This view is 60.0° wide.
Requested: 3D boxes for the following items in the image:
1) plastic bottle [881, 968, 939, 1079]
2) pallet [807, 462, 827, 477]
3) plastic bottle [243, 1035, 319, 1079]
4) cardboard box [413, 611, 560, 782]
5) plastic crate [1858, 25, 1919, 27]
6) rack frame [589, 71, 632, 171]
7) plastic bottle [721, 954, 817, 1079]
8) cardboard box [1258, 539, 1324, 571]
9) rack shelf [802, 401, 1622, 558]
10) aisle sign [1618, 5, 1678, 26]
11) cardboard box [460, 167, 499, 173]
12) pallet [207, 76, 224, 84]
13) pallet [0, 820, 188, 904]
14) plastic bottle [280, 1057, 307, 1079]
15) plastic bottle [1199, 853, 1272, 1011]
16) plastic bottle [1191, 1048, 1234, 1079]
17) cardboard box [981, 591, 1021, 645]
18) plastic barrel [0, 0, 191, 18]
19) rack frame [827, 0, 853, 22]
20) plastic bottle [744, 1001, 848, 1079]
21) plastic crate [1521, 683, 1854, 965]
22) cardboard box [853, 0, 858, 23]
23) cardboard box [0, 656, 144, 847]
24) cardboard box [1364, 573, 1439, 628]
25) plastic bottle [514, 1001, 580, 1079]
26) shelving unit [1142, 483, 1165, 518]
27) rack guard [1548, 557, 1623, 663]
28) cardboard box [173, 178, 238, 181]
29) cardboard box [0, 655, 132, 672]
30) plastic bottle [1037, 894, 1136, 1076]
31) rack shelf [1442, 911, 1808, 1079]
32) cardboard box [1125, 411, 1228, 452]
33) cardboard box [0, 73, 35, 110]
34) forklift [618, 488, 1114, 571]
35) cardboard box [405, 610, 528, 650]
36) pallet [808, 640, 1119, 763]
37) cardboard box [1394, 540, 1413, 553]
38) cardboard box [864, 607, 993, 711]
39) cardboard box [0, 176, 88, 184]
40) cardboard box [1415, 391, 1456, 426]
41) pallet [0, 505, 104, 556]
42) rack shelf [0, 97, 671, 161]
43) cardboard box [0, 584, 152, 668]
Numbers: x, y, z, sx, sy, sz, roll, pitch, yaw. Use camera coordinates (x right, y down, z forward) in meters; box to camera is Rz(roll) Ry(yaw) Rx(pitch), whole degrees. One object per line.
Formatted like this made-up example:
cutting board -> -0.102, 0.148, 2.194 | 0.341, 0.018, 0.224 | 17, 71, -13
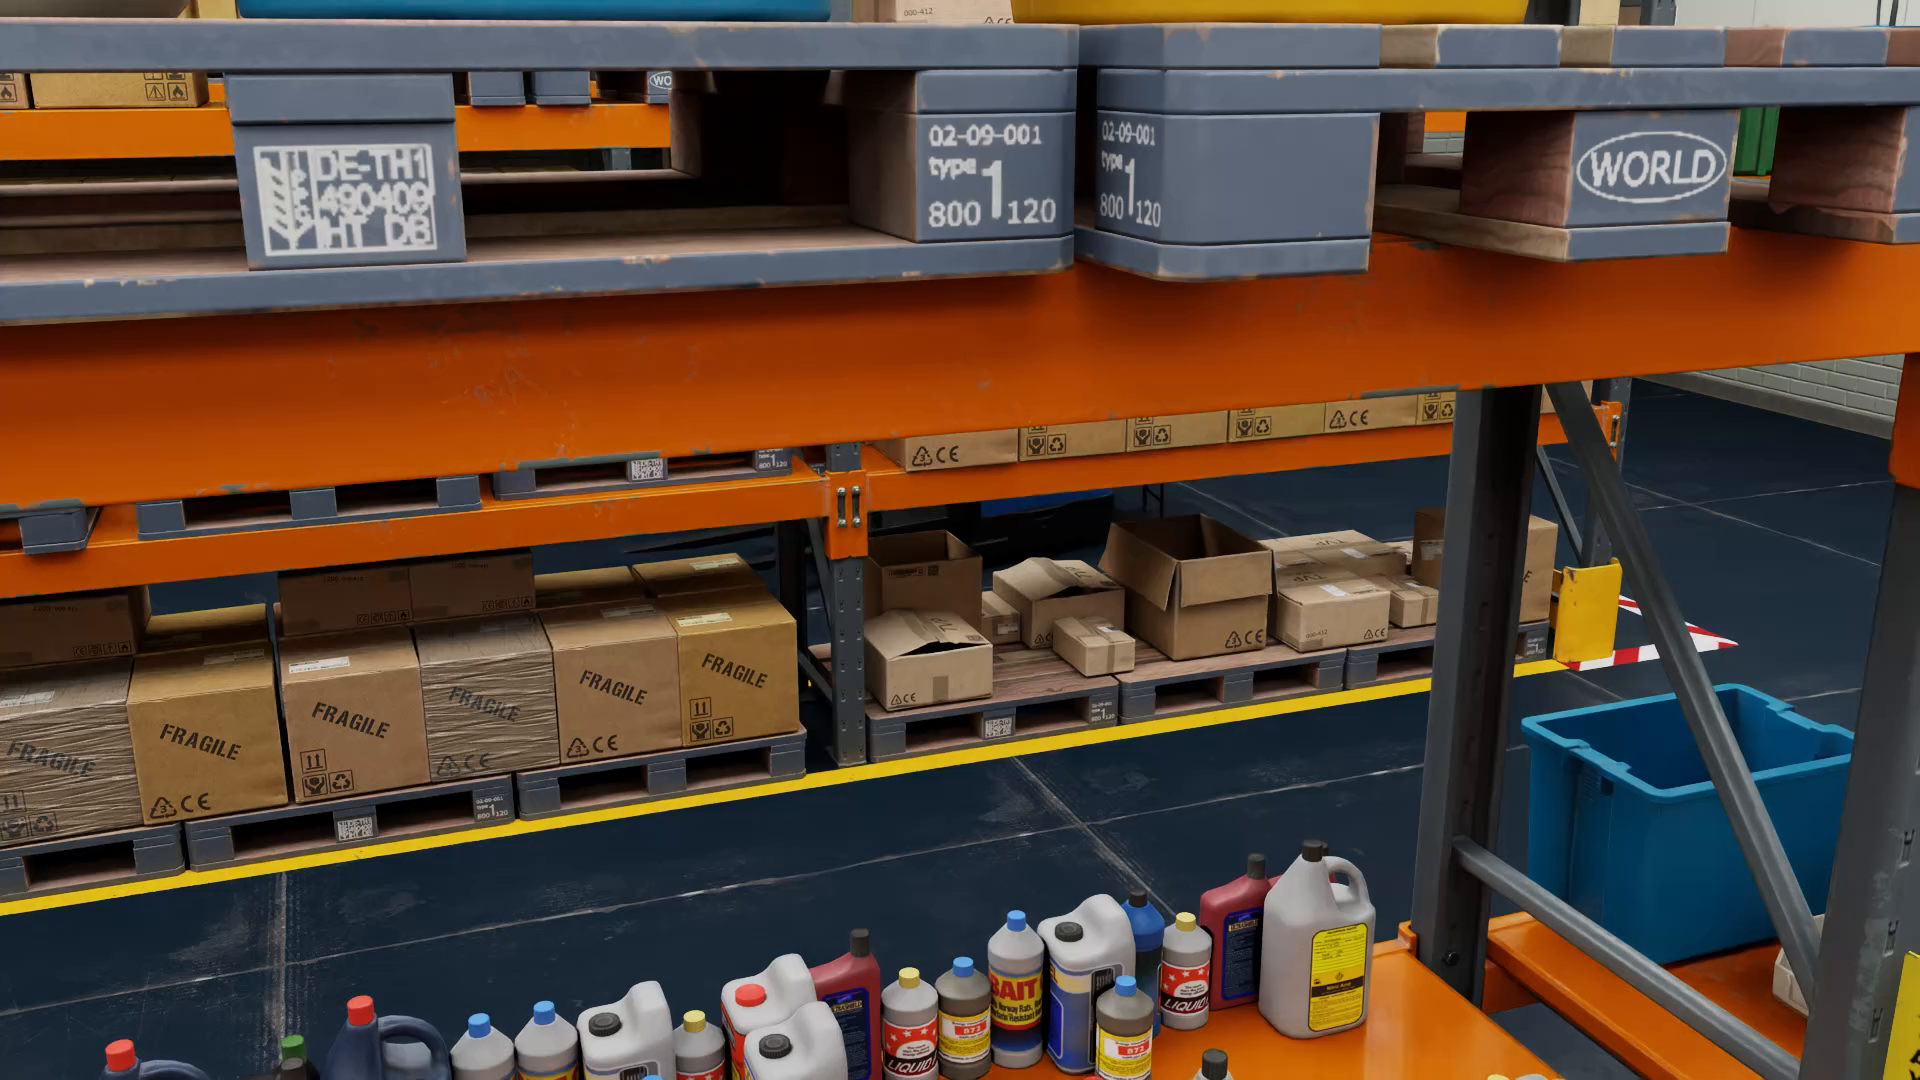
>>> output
plastic bottle -> -0.085, 0.824, 2.822 | 0.097, 0.201, 0.097 | 0, 16, 0
pallet -> -1.682, -0.604, 12.279 | 1.213, 0.211, 1.003 | -6, 17, -20
plastic bottle -> -1.021, 0.880, 2.485 | 0.133, 0.283, 0.061 | -6, 17, -20
cardboard box -> -1.935, 0.629, 6.789 | 0.500, 0.500, 0.500 | -6, 17, -19
plastic crate -> 1.861, -0.814, 3.019 | 0.300, 0.233, 0.416 | -6, 17, -20
rack frame -> -2.420, -1.886, 11.696 | 0.127, 3.000, 1.000 | -6, 17, -20
plastic bottle -> -0.308, 0.820, 2.701 | 0.135, 0.276, 0.152 | -6, 17, -20
cardboard box -> 1.548, 0.203, 8.681 | 0.500, 0.250, 0.500 | -6, 17, -20
rack shelf -> 1.223, -0.439, 8.047 | 4.000, 0.370, 1.077 | -6, 17, -20
aisle sign -> 3.264, -2.160, 8.015 | 0.004, 0.787, 0.394 | -6, 17, -20
cardboard box -> -3.429, -2.413, 11.421 | 0.500, 0.250, 0.500 | -6, 17, -19
pallet -> -4.530, -3.023, 10.581 | 1.213, 0.211, 1.003 | -5, 17, -18
pallet -> -3.669, 1.093, 6.501 | 1.213, 0.211, 1.003 | -6, 17, -20
plastic bottle -> -0.999, 0.896, 2.431 | 0.133, 0.283, 0.061 | -6, 17, -20
plastic bottle -> 0.505, 0.715, 3.046 | 0.133, 0.283, 0.061 | -6, 17, -20
plastic bottle -> 0.332, 0.885, 2.347 | 0.185, 0.351, 0.144 | -6, 17, -20
cardboard box -> 0.115, 0.388, 8.231 | 0.250, 0.149, 0.380 | -6, 17, -20
plastic barrel -> -1.009, -0.800, 1.689 | 0.433, 0.535, 0.433 | 0, 16, 0
rack frame -> -0.644, -3.461, 6.413 | 0.127, 3.000, 1.000 | -6, 17, -20
plastic bottle -> -0.254, 0.860, 2.565 | 0.135, 0.276, 0.152 | -6, 17, -20
plastic crate -> 1.439, 0.563, 3.279 | 0.575, 0.384, 0.392 | -6, 17, -20
cardboard box -> -0.287, -2.310, 7.197 | 0.500, 0.250, 0.500 | -6, 17, -20
cardboard box -> -3.365, 0.784, 6.261 | 0.500, 0.500, 0.500 | -7, 18, -22
cardboard box -> 2.261, 0.299, 8.503 | 0.250, 0.166, 0.380 | -6, 17, -20
plastic bottle -> -0.643, 0.850, 2.607 | 0.097, 0.271, 0.097 | 0, 16, 0
shelving unit -> 1.057, -1.153, 10.798 | 0.503, 2.100, 0.431 | -3, 17, -12
rack guard -> 3.020, 0.221, 8.958 | 0.348, 0.500, 1.175 | -6, 17, -20
cardboard box -> -4.672, -2.126, 10.443 | 0.500, 0.250, 0.500 | -6, 17, -20
cardboard box -> -3.590, 0.653, 6.707 | 0.500, 0.500, 0.500 | -5, 17, -18
plastic bottle -> 0.215, 0.764, 2.894 | 0.135, 0.276, 0.152 | -6, 17, -20
rack shelf -> 2.992, 0.865, 3.607 | 4.000, 0.370, 1.077 | -6, 17, -20
cardboard box -> 0.874, -0.713, 7.524 | 0.500, 0.500, 0.500 | -6, 17, -20
cardboard box -> -3.508, -1.771, 5.804 | 0.500, 0.500, 0.910 | -6, 17, -20
forklift -> -0.533, -1.291, 9.794 | 3.031, 2.935, 1.130 | -11, 19, -32
cardboard box -> -2.146, 0.495, 7.243 | 0.500, 0.500, 0.500 | -6, 17, -19
pallet -> -0.002, 0.686, 7.886 | 1.213, 0.211, 1.003 | -6, 17, -20
cardboard box -> 2.577, 0.123, 9.136 | 0.250, 0.149, 0.380 | -6, 17, -20
cardboard box -> -0.175, 0.511, 7.526 | 0.500, 0.311, 0.500 | -6, 17, -20
cardboard box -> -5.825, -2.156, 10.546 | 0.500, 0.250, 0.500 | -6, 17, -19
cardboard box -> 2.287, -0.864, 8.039 | 0.500, 0.500, 0.500 | -6, 17, -20
pallet -> -3.771, -0.174, 6.208 | 1.003, 0.211, 1.213 | -6, 17, -20
rack shelf -> -2.512, -1.475, 6.251 | 4.000, 0.370, 1.077 | -6, 17, -20
cardboard box -> -3.539, 0.286, 6.624 | 0.500, 0.250, 0.500 | -5, 17, -18
